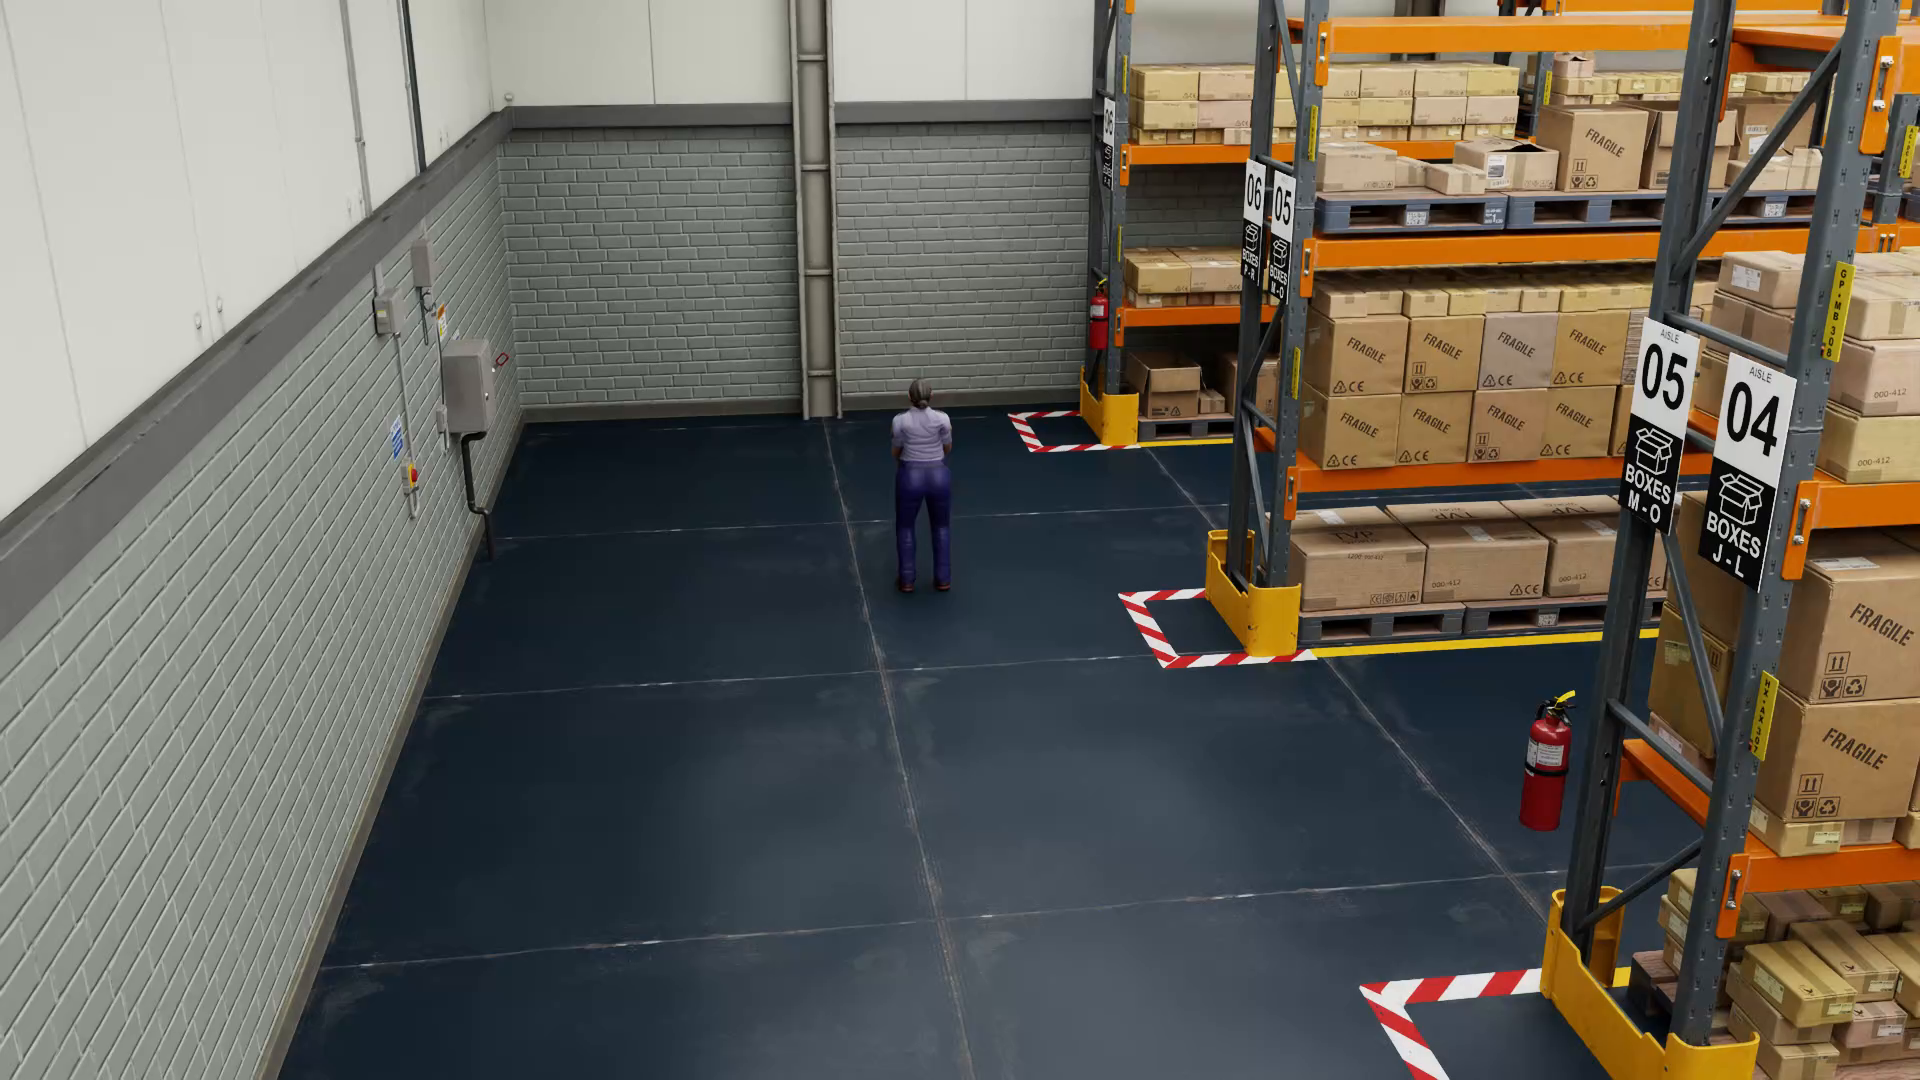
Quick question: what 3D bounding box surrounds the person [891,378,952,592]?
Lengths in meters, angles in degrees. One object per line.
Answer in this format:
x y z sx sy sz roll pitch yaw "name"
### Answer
-0.291 -0.437 12.304 0.452 1.634 0.516 -3 20 -8 "person"
